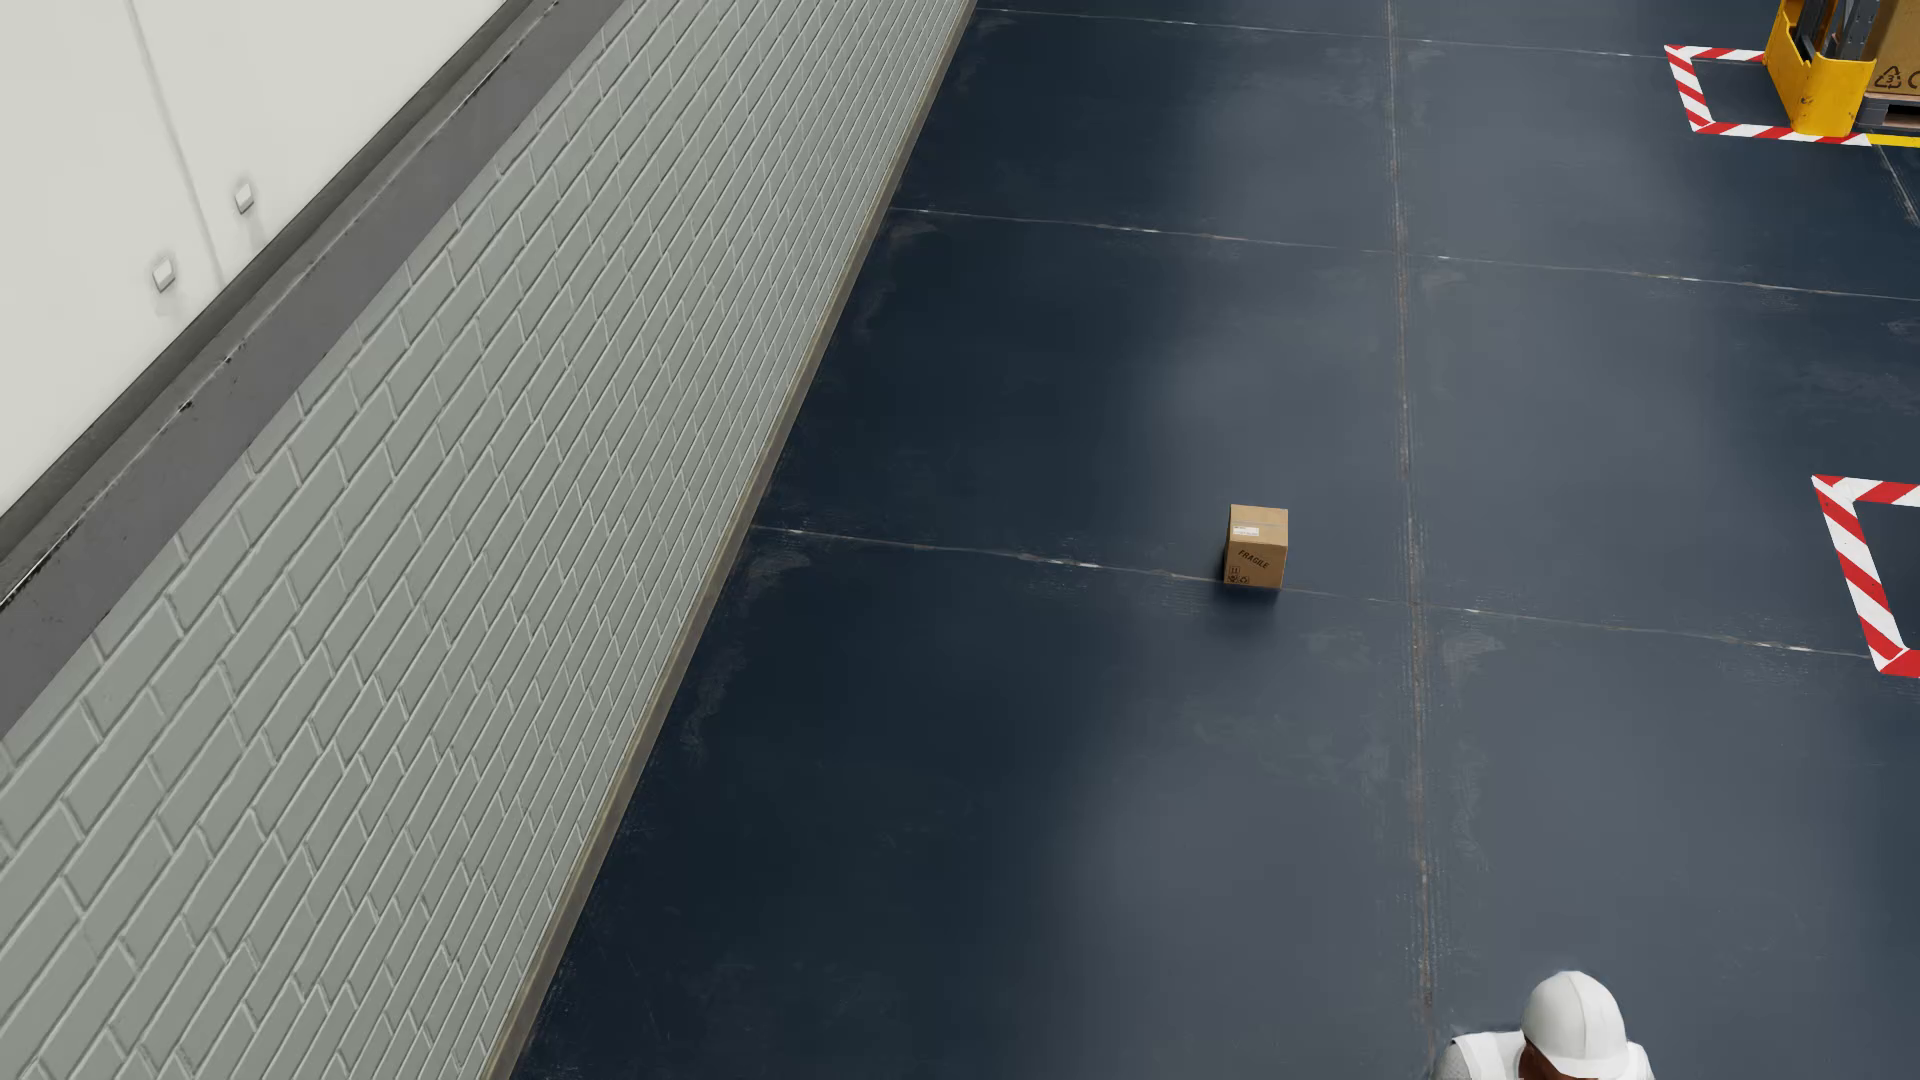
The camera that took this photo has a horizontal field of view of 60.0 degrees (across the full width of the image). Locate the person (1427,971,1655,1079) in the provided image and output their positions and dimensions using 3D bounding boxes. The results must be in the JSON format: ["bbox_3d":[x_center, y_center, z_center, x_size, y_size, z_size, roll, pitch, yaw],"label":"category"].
[{"bbox_3d":[1.382,1.753,4.038,0.580,1.737,0.951,0,40,-1],"label":"person"}]
